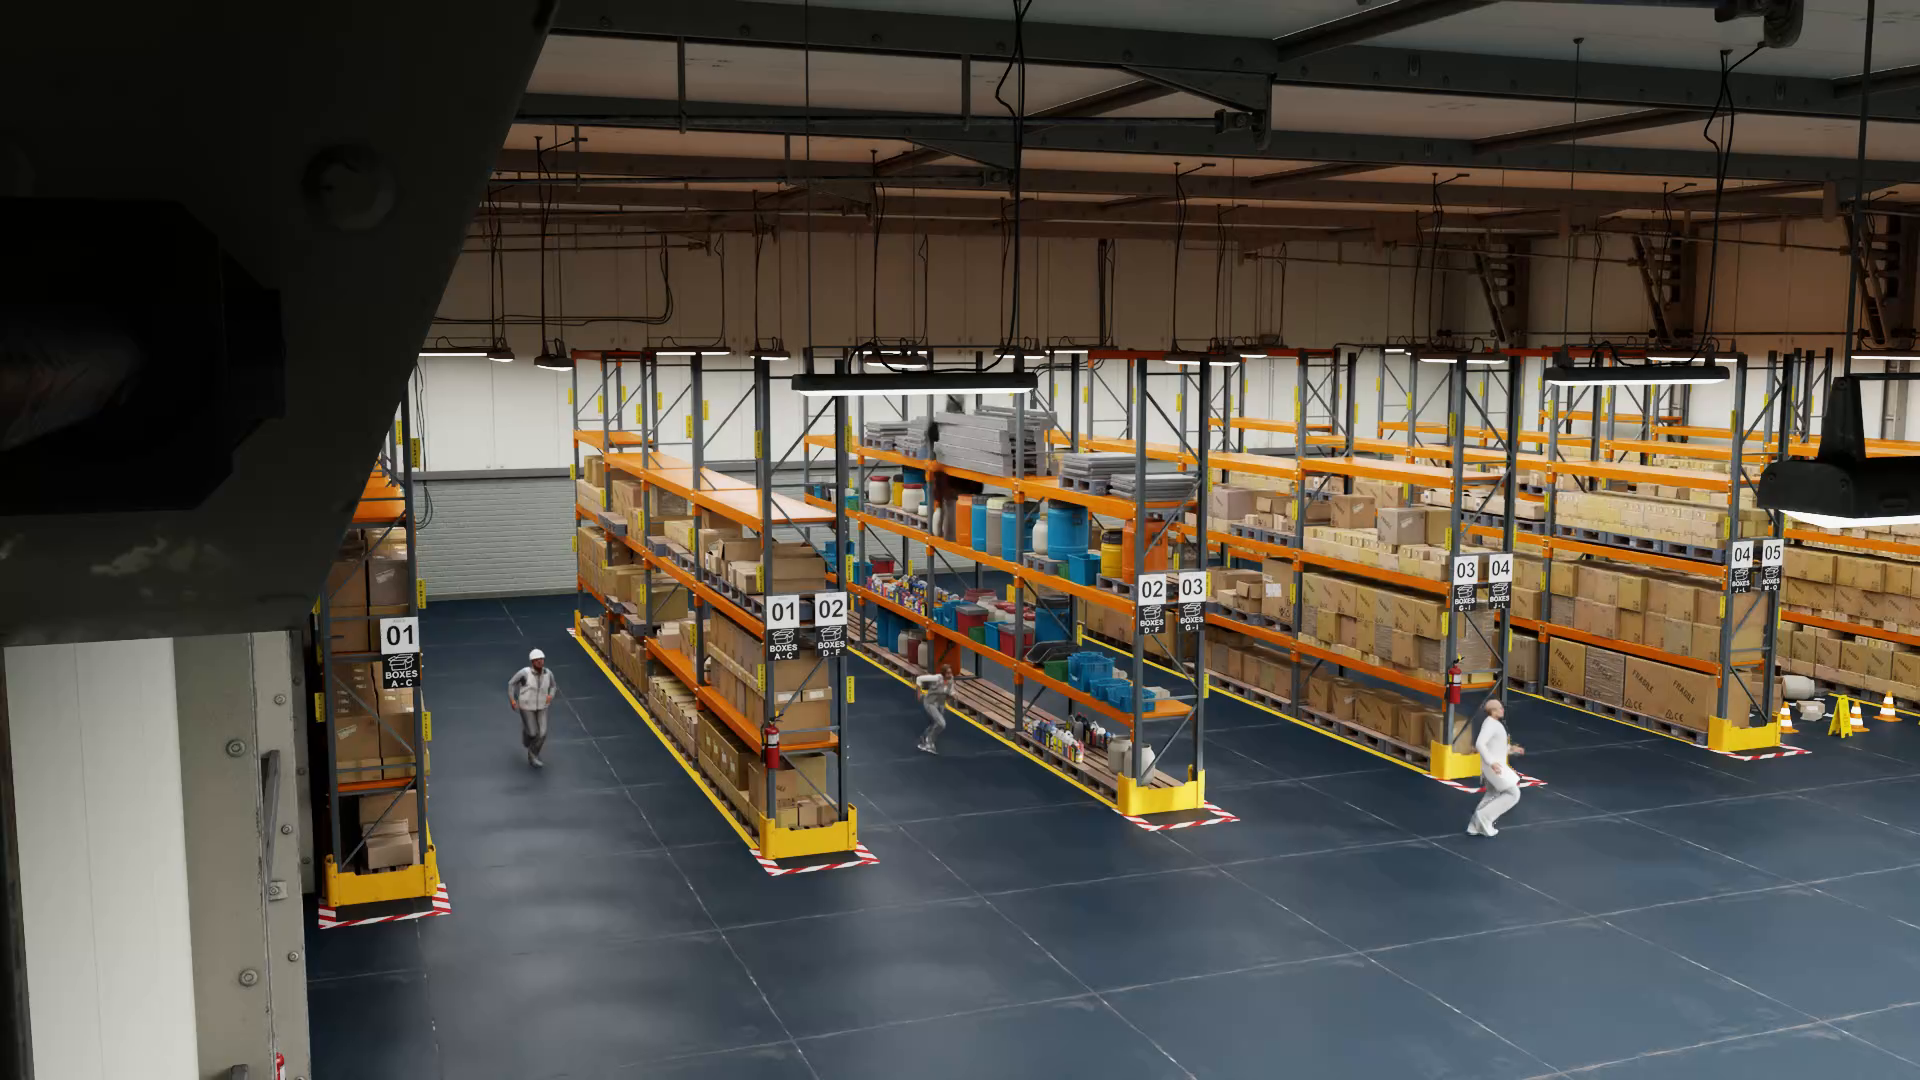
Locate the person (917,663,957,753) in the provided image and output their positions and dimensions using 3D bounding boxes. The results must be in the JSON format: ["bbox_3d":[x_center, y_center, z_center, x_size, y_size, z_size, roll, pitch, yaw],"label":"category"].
[{"bbox_3d":[-0.379,2.519,24.886,0.568,1.435,0.866,-6,9,-38],"label":"person"}]

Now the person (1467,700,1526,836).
[{"bbox_3d":[6.752,2.868,20.879,0.677,1.742,0.689,1,7,9],"label":"person"}]

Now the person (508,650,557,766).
[{"bbox_3d":[-6.256,2.460,24.459,0.693,1.730,0.626,-4,8,-32],"label":"person"}]
